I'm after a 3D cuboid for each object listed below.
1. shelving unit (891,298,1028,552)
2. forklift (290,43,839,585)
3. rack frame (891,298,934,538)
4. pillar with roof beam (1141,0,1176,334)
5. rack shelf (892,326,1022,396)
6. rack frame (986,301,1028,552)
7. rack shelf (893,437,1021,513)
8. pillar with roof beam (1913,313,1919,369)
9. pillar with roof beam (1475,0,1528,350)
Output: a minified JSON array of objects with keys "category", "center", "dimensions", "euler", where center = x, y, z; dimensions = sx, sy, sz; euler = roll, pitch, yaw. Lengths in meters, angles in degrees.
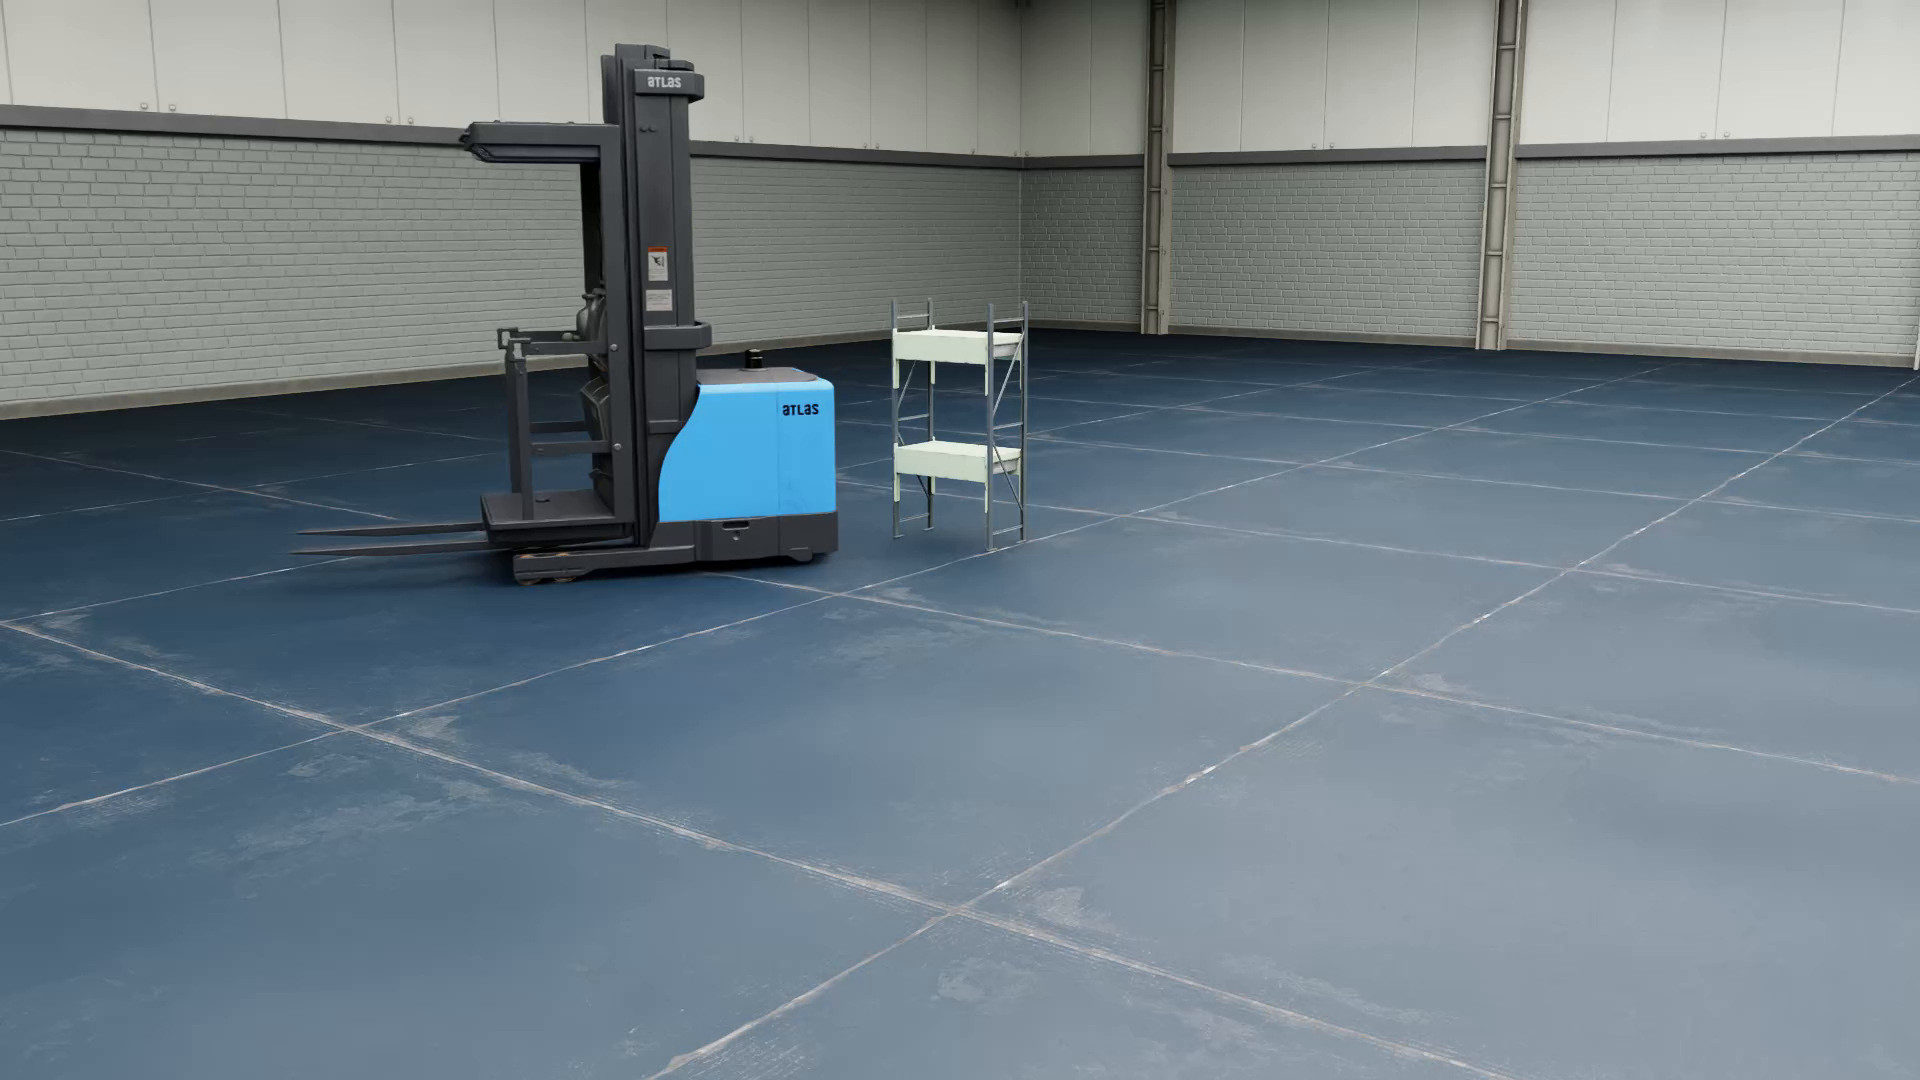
[{"category":"shelving unit","center":[-0.005,-0.737,10.391],"dimensions":[0.755,1.500,0.431],"euler":[8,13,36]},{"category":"forklift","center":[-2.294,-1.302,9.542],"dimensions":[3.031,2.935,1.130],"euler":[-4,12,-18]},{"category":"rack frame","center":[-0.300,-0.778,10.604],"dimensions":[0.023,1.500,0.400],"euler":[8,13,36]},{"category":"pillar with roof beam","center":[0.894,-7.412,25.153],"dimensions":[0.400,9.000,9.100],"euler":[8,13,36]},{"category":"rack shelf","center":[-0.005,-1.120,10.317],"dimensions":[0.720,0.370,0.431],"euler":[8,13,36]},{"category":"rack frame","center":[0.290,-0.696,10.178],"dimensions":[0.023,1.500,0.400],"euler":[8,13,36]},{"category":"rack shelf","center":[-0.005,-0.417,10.453],"dimensions":[0.720,0.370,0.431],"euler":[8,13,36]},{"category":"pillar with roof beam","center":[10.566,-6.063,18.179],"dimensions":[0.400,9.000,9.100],"euler":[8,13,36]},{"category":"pillar with roof beam","center":[5.730,-6.738,21.666],"dimensions":[0.400,9.000,9.100],"euler":[8,13,36]}]
